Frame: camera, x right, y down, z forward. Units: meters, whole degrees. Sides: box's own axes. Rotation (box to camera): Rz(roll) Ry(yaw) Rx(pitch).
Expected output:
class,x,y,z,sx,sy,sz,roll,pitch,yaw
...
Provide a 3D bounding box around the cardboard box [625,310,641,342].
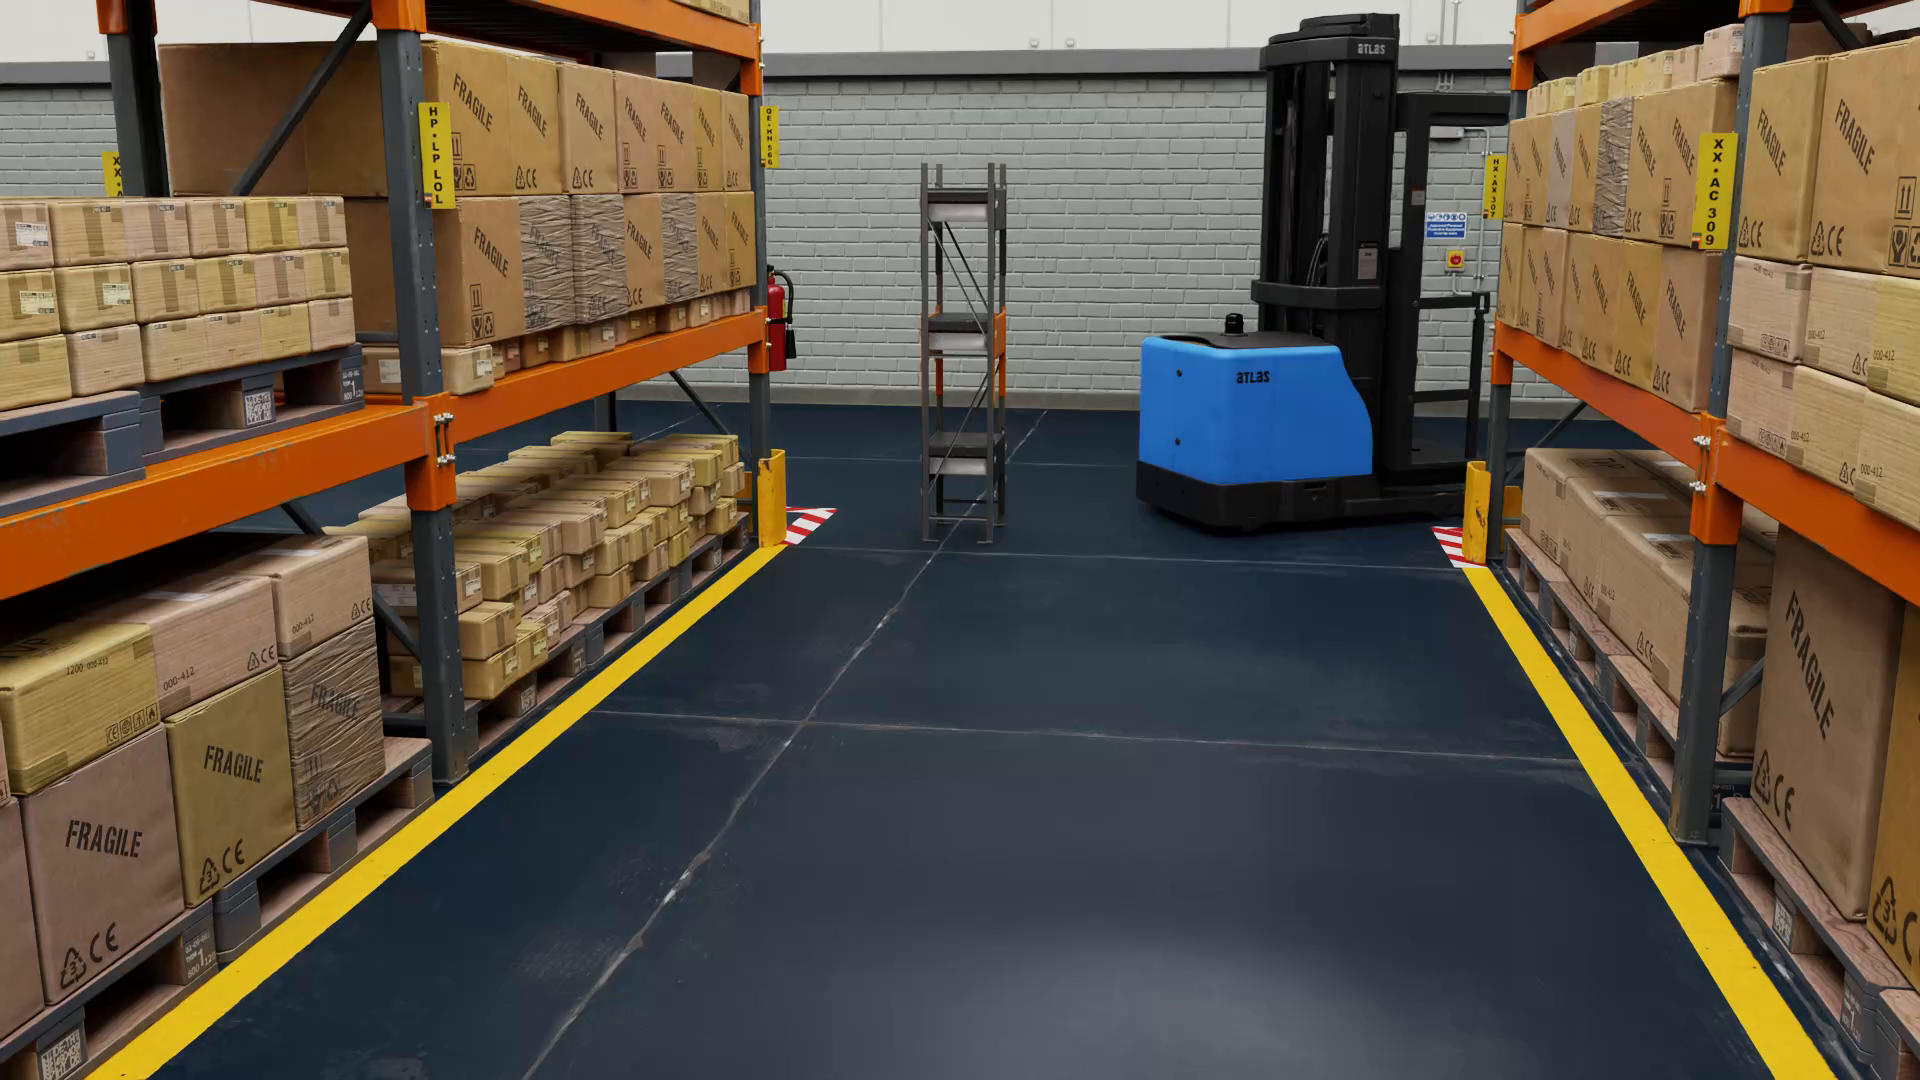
class,x,y,z,sx,sy,sz,roll,pitch,yaw
cardboard box,-1.660,-0.972,7.478,0.380,0.149,0.250,2,12,10

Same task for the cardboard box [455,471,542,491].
class,x,y,z,sx,sy,sz,roll,pitch,yaw
cardboard box,-2.179,-0.222,7.762,0.380,0.149,0.250,2,12,10

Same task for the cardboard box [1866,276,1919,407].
class,x,y,z,sx,sy,sz,roll,pitch,yaw
cardboard box,2.209,-0.395,3.377,0.500,0.250,0.500,2,12,9

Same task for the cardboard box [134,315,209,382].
class,x,y,z,sx,sy,sz,roll,pitch,yaw
cardboard box,-2.179,-0.495,4.270,0.380,0.149,0.250,1,12,6

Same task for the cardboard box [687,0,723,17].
class,x,y,z,sx,sy,sz,roll,pitch,yaw
cardboard box,-1.459,-2.676,8.025,0.500,0.250,0.500,2,12,9

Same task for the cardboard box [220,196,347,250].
class,x,y,z,sx,sy,sz,roll,pitch,yaw
cardboard box,-2.063,-0.943,4.937,0.380,0.149,0.250,2,12,11

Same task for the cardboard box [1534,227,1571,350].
class,x,y,z,sx,sy,sz,roll,pitch,yaw
cardboard box,2.823,-1.100,7.239,0.500,0.500,0.500,2,12,8

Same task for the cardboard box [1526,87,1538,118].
class,x,y,z,sx,sy,sz,roll,pitch,yaw
cardboard box,2.999,-2.143,8.166,0.380,0.149,0.250,2,12,10

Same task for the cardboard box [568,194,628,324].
class,x,y,z,sx,sy,sz,roll,pitch,yaw
cardboard box,-1.687,-1.156,6.793,0.500,0.500,0.500,2,12,7

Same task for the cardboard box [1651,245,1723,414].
class,x,y,z,sx,sy,sz,roll,pitch,yaw
cardboard box,2.531,-0.674,5.264,0.500,0.500,0.500,2,12,9

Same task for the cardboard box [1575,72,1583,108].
class,x,y,z,sx,sy,sz,roll,pitch,yaw
cardboard box,2.785,-1.873,6.915,0.380,0.149,0.250,2,12,9

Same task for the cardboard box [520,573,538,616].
class,x,y,z,sx,sy,sz,roll,pitch,yaw
cardboard box,-1.871,0.211,6.460,0.380,0.149,0.250,2,12,8

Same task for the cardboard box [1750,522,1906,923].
class,x,y,z,sx,sy,sz,roll,pitch,yaw
cardboard box,2.696,0.445,4.357,0.875,0.875,0.875,2,12,10

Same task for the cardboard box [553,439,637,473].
class,x,y,z,sx,sy,sz,roll,pitch,yaw
cardboard box,-1.919,-0.436,8.752,0.380,0.149,0.250,2,12,10

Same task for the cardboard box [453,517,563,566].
class,x,y,z,sx,sy,sz,roll,pitch,yaw
cardboard box,-1.828,0.008,6.694,0.380,0.149,0.250,2,12,7

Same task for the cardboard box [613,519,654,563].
class,x,y,z,sx,sy,sz,roll,pitch,yaw
cardboard box,-1.596,-0.003,7.451,0.380,0.149,0.250,2,12,9

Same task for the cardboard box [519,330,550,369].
class,x,y,z,sx,sy,sz,roll,pitch,yaw
cardboard box,-1.825,-0.755,6.473,0.380,0.149,0.250,1,12,6

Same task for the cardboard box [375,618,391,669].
class,x,y,z,sx,sy,sz,roll,pitch,yaw
cardboard box,-2.348,0.385,6.359,0.380,0.149,0.250,2,12,10

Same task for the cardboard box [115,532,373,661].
class,x,y,z,sx,sy,sz,roll,pitch,yaw
cardboard box,-2.059,0.154,4.817,0.500,0.250,0.500,2,12,7

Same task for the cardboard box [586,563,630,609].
class,x,y,z,sx,sy,sz,roll,pitch,yaw
cardboard box,-1.662,0.192,7.254,0.380,0.149,0.250,2,12,7

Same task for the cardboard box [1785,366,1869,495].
class,x,y,z,sx,sy,sz,roll,pitch,yaw
cardboard box,2.305,-0.256,3.918,0.500,0.250,0.500,2,12,7

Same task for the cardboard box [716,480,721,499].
class,x,y,z,sx,sy,sz,roll,pitch,yaw
cardboard box,-1.472,-0.278,8.726,0.380,0.149,0.250,2,12,7

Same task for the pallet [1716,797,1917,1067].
class,x,y,z,sx,sy,sz,roll,pitch,yaw
pallet,2.668,1.006,4.325,1.003,0.211,1.213,2,12,9

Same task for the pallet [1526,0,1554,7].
class,x,y,z,sx,sy,sz,roll,pitch,yaw
pallet,3.223,-2.621,7.627,1.003,0.211,1.213,2,12,9

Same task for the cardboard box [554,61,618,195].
class,x,y,z,sx,sy,sz,roll,pitch,yaw
cardboard box,-1.712,-1.641,6.672,0.500,0.500,0.500,2,12,10

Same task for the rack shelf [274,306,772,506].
class,x,y,z,sx,sy,sz,roll,pitch,yaw
rack shelf,-1.887,-0.724,7.442,1.077,0.370,4.000,2,12,9

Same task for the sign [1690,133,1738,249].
class,x,y,z,sx,sy,sz,roll,pitch,yaw
sign,2.163,-1.000,4.770,0.100,0.325,0.005,2,12,9

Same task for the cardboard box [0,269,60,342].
class,x,y,z,sx,sy,sz,roll,pitch,yaw
cardboard box,-2.260,-0.524,3.698,0.380,0.149,0.250,2,12,9

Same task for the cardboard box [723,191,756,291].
class,x,y,z,sx,sy,sz,roll,pitch,yaw
cardboard box,-1.394,-1.585,8.784,0.500,0.500,0.500,2,12,10

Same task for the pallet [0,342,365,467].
class,x,y,z,sx,sy,sz,roll,pitch,yaw
pallet,-2.456,-0.412,4.738,1.003,0.211,1.213,2,12,9

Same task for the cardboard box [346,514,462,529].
class,x,y,z,sx,sy,sz,roll,pitch,yaw
cardboard box,-2.249,-0.003,6.744,0.380,0.149,0.250,2,12,11

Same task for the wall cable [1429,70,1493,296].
class,x,y,z,sx,sy,sz,roll,pitch,yaw
wall cable,4.171,-3.040,13.991,0.585,1.953,0.123,2,12,9

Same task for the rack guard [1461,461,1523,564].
class,x,y,z,sx,sy,sz,roll,pitch,yaw
rack guard,3.331,-0.136,8.938,1.175,0.500,0.348,2,12,9

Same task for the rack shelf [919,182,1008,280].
class,x,y,z,sx,sy,sz,roll,pitch,yaw
rack shelf,0.025,-1.732,9.287,0.431,0.518,0.480,2,12,9

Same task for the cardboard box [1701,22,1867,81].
class,x,y,z,sx,sy,sz,roll,pitch,yaw
cardboard box,2.445,-1.450,4.949,0.380,0.149,0.250,2,12,7

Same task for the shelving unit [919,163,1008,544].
class,x,y,z,sx,sy,sz,roll,pitch,yaw
shelving unit,0.025,-1.061,9.432,0.431,2.100,0.503,2,12,9

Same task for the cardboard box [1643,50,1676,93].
class,x,y,z,sx,sy,sz,roll,pitch,yaw
cardboard box,2.665,-1.659,5.921,0.380,0.149,0.250,2,12,8

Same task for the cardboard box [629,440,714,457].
class,x,y,z,sx,sy,sz,roll,pitch,yaw
cardboard box,-1.506,-0.426,8.708,0.380,0.149,0.250,2,12,10

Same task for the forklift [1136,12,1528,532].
class,x,y,z,sx,sy,sz,roll,pitch,yaw
forklift,2.667,-1.653,10.207,3.031,2.935,1.130,-5,13,-21

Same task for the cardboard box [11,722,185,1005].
class,x,y,z,sx,sy,sz,roll,pitch,yaw
cardboard box,-2.222,0.733,3.911,0.500,0.500,0.500,2,12,7

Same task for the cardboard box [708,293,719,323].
class,x,y,z,sx,sy,sz,roll,pitch,yaw
cardboard box,-1.449,-1.189,8.488,0.380,0.149,0.250,2,12,8

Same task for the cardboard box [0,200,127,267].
class,x,y,z,sx,sy,sz,roll,pitch,yaw
cardboard box,-2.227,-0.728,3.938,0.380,0.149,0.250,1,12,7

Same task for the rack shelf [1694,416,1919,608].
class,x,y,z,sx,sy,sz,roll,pitch,yaw
rack shelf,2.404,0.248,2.932,1.077,0.370,4.000,2,12,9

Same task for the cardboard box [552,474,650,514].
class,x,y,z,sx,sy,sz,roll,pitch,yaw
cardboard box,-1.659,-0.207,7.693,0.380,0.149,0.250,1,12,7

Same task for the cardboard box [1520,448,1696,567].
class,x,y,z,sx,sy,sz,roll,pitch,yaw
cardboard box,3.325,-0.165,8.225,0.875,0.438,0.875,1,12,7

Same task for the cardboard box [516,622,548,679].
class,x,y,z,sx,sy,sz,roll,pitch,yaw
cardboard box,-1.780,0.408,6.251,0.380,0.149,0.250,2,12,10

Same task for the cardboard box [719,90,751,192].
class,x,y,z,sx,sy,sz,roll,pitch,yaw
cardboard box,-1.404,-2.072,8.672,0.500,0.500,0.500,2,12,7

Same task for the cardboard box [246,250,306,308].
class,x,y,z,sx,sy,sz,roll,pitch,yaw
cardboard box,-2.100,-0.744,4.717,0.380,0.149,0.250,2,12,9

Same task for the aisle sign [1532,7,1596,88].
class,x,y,z,sx,sy,sz,roll,pitch,yaw
aisle sign,3.052,-2.648,8.491,0.394,0.787,0.004,2,12,9

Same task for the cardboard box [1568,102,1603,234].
class,x,y,z,sx,sy,sz,roll,pitch,yaw
cardboard box,2.752,-1.481,6.634,0.500,0.500,0.500,2,12,9

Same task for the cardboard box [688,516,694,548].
class,x,y,z,sx,sy,sz,roll,pitch,yaw
cardboard box,-1.545,-0.027,8.268,0.380,0.149,0.250,2,12,9

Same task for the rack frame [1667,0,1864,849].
class,x,y,z,sx,sy,sz,roll,pitch,yaw
rack frame,2.712,-0.520,4.788,1.000,3.000,0.127,2,12,9
